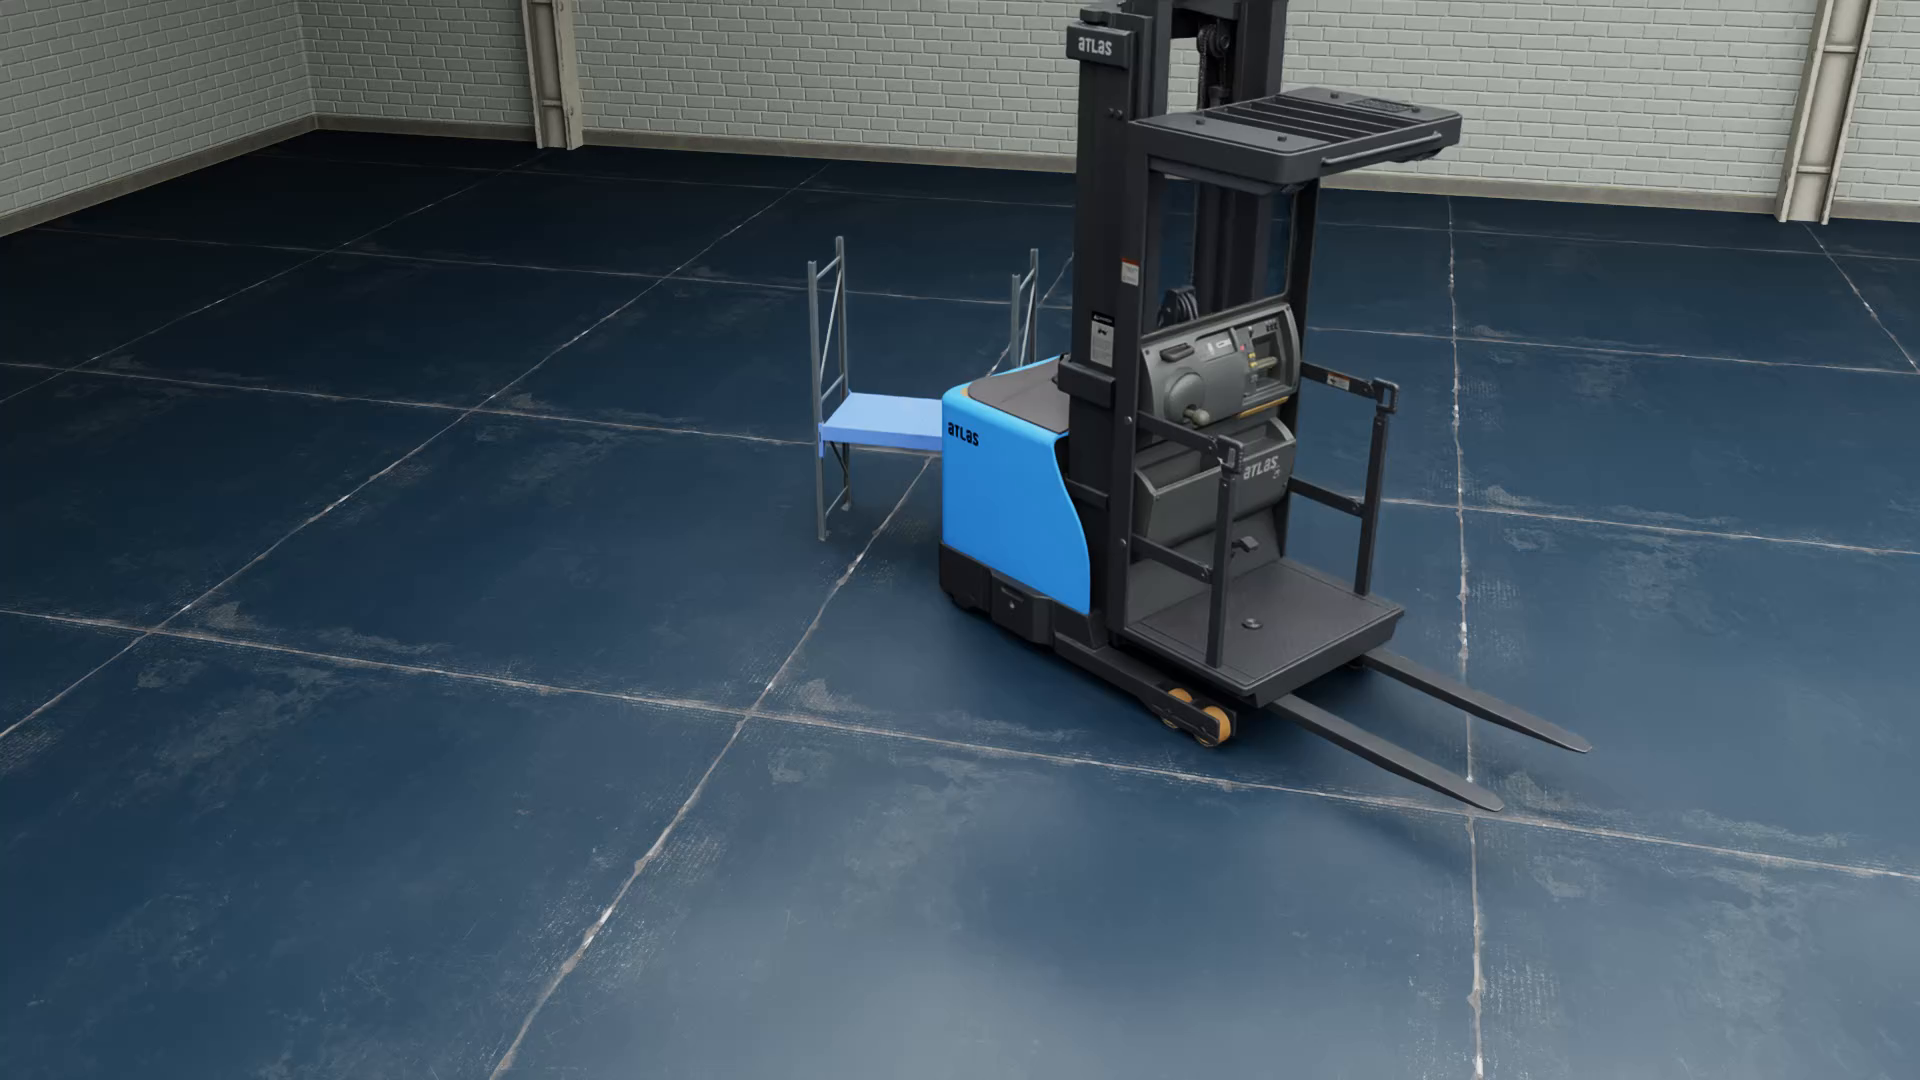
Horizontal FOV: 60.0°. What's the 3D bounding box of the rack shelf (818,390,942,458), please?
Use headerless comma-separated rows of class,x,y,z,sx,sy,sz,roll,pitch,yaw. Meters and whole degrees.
rack shelf,-0.177,-0.565,8.610,1.000,0.185,0.538,6,26,12

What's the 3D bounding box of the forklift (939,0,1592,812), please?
forklift,1.242,-0.707,6.825,1.130,2.935,3.031,-20,32,-36

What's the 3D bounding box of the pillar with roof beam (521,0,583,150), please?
pillar with roof beam,-5.255,-6.400,11.724,0.400,9.000,9.100,6,26,13

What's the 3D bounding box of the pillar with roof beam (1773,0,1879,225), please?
pillar with roof beam,6.367,-5.115,9.026,0.400,9.000,9.100,6,26,13

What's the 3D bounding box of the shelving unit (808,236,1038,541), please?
shelving unit,-0.177,-0.727,8.533,1.048,1.500,0.538,6,26,12

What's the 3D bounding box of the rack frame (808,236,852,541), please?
rack frame,-0.671,-0.778,8.639,0.032,1.500,0.500,6,26,12

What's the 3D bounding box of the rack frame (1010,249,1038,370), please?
rack frame,0.318,-0.676,8.426,0.032,1.500,0.500,6,26,12
